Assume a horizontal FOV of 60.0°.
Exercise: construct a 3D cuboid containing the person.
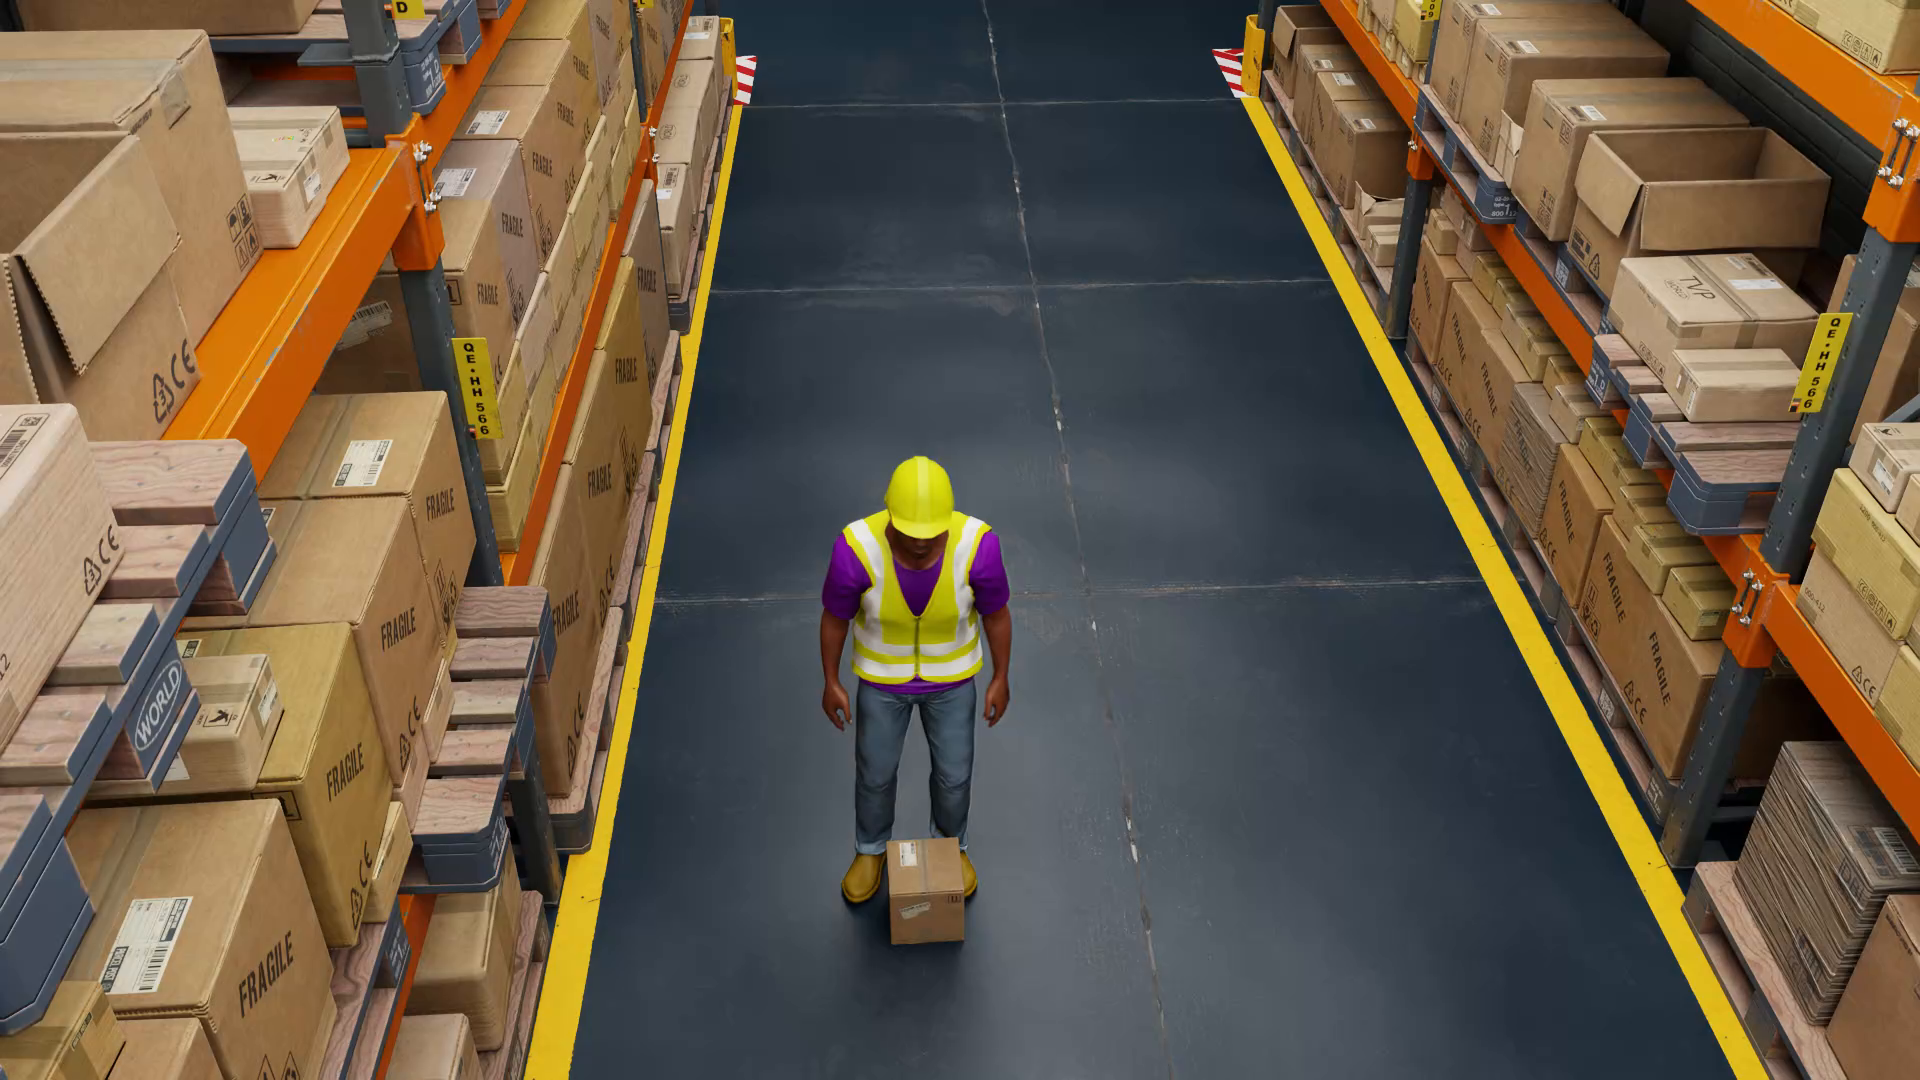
[{"bbox_3d":[-0.143,0.462,5.470,0.627,1.761,0.460,-2,35,-2],"label":"person"}]
